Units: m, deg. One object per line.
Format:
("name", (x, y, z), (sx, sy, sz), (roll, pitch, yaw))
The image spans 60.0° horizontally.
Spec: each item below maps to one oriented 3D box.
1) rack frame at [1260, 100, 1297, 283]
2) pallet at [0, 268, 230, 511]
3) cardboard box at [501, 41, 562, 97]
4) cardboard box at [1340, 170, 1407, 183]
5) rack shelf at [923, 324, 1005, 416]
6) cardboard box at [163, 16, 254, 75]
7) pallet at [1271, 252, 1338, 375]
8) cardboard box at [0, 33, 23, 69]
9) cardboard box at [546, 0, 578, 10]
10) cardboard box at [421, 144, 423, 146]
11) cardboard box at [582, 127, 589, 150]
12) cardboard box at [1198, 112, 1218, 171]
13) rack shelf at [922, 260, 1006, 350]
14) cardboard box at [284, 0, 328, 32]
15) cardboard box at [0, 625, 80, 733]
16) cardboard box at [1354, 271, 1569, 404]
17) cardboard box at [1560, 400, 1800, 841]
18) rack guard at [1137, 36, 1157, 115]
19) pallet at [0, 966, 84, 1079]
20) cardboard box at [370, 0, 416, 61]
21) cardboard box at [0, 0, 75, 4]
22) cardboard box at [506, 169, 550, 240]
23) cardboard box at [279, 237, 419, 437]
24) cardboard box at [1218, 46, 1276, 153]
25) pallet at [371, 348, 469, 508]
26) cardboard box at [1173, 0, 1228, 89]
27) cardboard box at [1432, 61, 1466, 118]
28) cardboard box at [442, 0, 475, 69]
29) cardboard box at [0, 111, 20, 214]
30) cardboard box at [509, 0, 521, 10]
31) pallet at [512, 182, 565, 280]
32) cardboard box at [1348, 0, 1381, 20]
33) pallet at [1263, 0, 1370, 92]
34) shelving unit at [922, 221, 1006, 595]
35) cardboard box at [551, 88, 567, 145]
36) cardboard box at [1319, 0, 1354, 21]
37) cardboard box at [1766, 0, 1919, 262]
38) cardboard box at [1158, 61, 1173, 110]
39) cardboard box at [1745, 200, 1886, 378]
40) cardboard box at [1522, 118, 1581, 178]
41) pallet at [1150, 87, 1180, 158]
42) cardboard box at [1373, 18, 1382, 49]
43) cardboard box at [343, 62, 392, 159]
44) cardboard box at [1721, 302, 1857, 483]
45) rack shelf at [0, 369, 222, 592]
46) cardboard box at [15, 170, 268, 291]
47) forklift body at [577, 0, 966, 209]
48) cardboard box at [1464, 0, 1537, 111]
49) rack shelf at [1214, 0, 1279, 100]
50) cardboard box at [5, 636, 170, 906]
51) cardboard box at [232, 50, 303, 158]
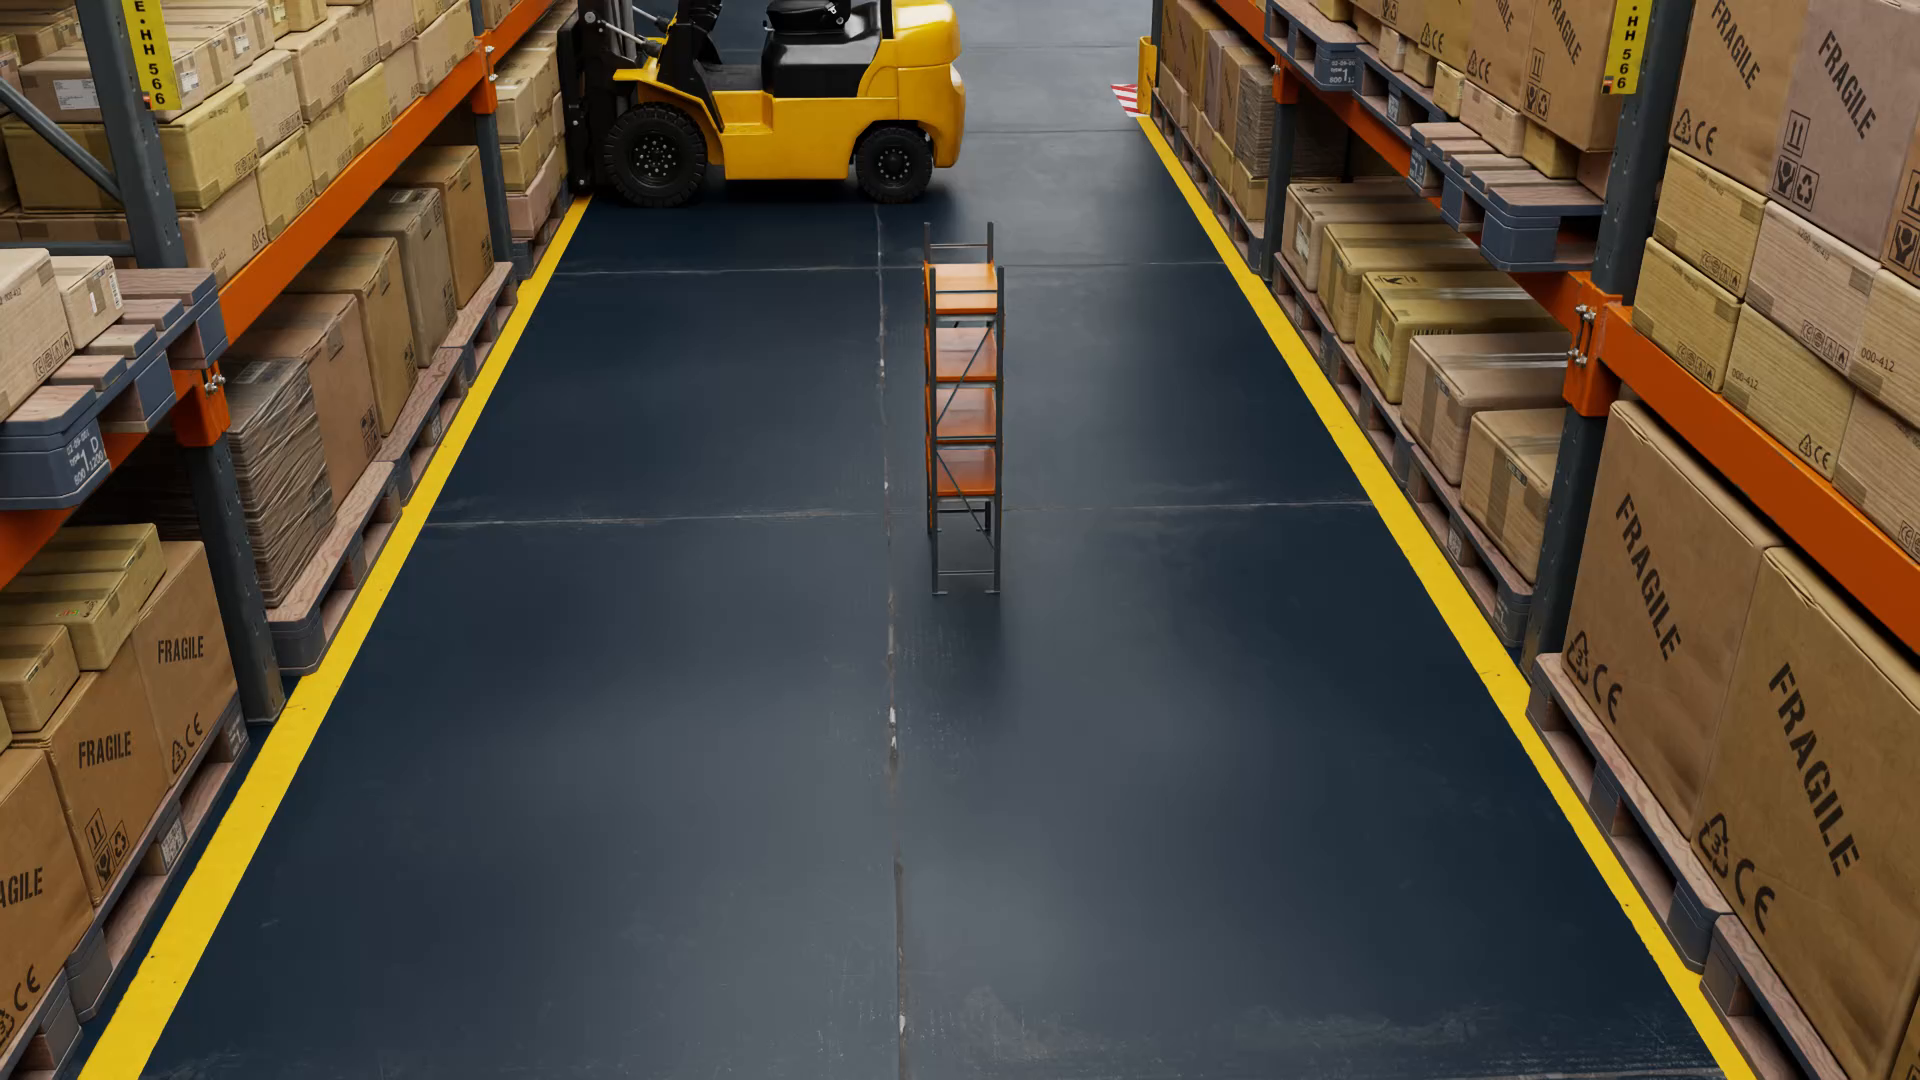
("rack frame", (2.123, -2.742, 8.263), (1.000, 3.000, 0.127), (-1, 28, -3))
("pallet", (-2.520, -0.377, 3.936), (1.213, 0.211, 1.003), (-1, 28, -3))
("cardboard box", (-2.600, -2.727, 9.674), (0.500, 0.250, 0.500), (0, 28, -1))
("cardboard box", (2.362, -1.988, 9.337), (0.500, 0.250, 0.500), (-3, 28, -5))
("rack shelf", (0.009, -0.594, 5.754), (0.258, 0.148, 0.480), (-1, 28, -3))
("cardboard box", (-2.402, -1.501, 5.074), (0.380, 0.149, 0.250), (-1, 28, -1))
("pallet", (2.165, -1.146, 8.219), (1.003, 0.211, 1.213), (-1, 28, -3))
("cardboard box", (-2.969, -1.368, 4.821), (0.380, 0.149, 0.250), (-1, 28, -1))
("cardboard box", (-2.675, -3.437, 11.034), (0.500, 0.250, 0.500), (-1, 28, -2))
("cardboard box", (-3.064, -2.029, 8.875), (0.500, 0.250, 0.500), (-2, 28, -4))
("cardboard box", (-2.620, -2.525, 10.366), (0.500, 0.250, 0.500), (-1, 28, -1))
("cardboard box", (1.764, -2.456, 10.235), (0.500, 0.250, 0.500), (-1, 28, -2))
("rack shelf", (0.009, -0.804, 5.644), (0.258, 0.148, 0.480), (-1, 28, -3))
("cardboard box", (-2.425, -1.855, 5.754), (0.380, 0.149, 0.250), (-1, 28, -2))
("cardboard box", (-2.331, 0.331, 3.918), (0.380, 0.149, 0.250), (-2, 28, -4))
("cardboard box", (2.232, -0.868, 7.058), (0.950, 0.372, 0.625), (0, 28, -1))
("cardboard box", (2.285, 0.182, 4.500), (0.875, 0.875, 0.875), (-2, 28, -3))
("rack guard", (1.918, -3.446, 12.316), (1.175, 0.500, 0.348), (-1, 28, -3))
("pallet", (-2.563, 1.371, 3.393), (1.003, 0.211, 1.213), (-1, 28, -3))
("cardboard box", (-2.498, -2.081, 6.618), (0.500, 0.250, 0.500), (-1, 28, -2))
("cardboard box", (-2.940, -1.724, 5.502), (0.380, 0.149, 0.250), (-2, 28, -3))
("cardboard box", (-2.529, -1.819, 9.013), (0.500, 0.250, 0.500), (-1, 28, -2))
("cardboard box", (-2.721, -0.807, 6.668), (0.875, 0.625, 0.625), (-2, 28, -5))
("cardboard box", (1.796, -2.543, 9.590), (0.500, 0.500, 0.500), (-1, 28, -2))
("pallet", (-2.690, -0.480, 6.942), (1.003, 0.211, 1.213), (-1, 28, -3))
("cardboard box", (1.713, -3.257, 10.960), (0.500, 0.500, 0.500), (-2, 28, -5))
("cardboard box", (1.902, -1.596, 5.883), (0.380, 0.149, 0.250), (-1, 28, -2))
("cardboard box", (-2.546, -2.327, 7.631), (0.500, 0.250, 0.500), (-1, 28, -1))
("cardboard box", (-2.926, -1.129, 4.792), (0.500, 0.250, 0.500), (-1, 28, -2))
("cardboard box", (-2.640, -3.116, 8.873), (0.500, 0.500, 0.500), (-1, 28, -2))
("pallet", (-2.834, -1.752, 9.381), (1.003, 0.211, 1.213), (-1, 28, -3))
("cardboard box", (1.900, -2.421, 6.764), (0.500, 0.500, 0.500), (-2, 28, -3))
("pallet", (2.017, -2.300, 7.624), (1.003, 0.211, 1.213), (-1, 28, -3))
("shelving unit", (0.009, -0.456, 5.826), (0.258, 1.200, 0.503), (-1, 28, -3))
("cardboard box", (-2.594, -2.505, 9.787), (0.500, 0.250, 0.500), (-2, 28, -3))
("cardboard box", (1.840, -2.438, 7.499), (0.380, 0.149, 0.250), (-1, 28, -2))
("cardboard box", (2.149, -0.920, 3.580), (0.500, 0.500, 0.500), (-1, 28, -2))
("cardboard box", (1.680, -3.177, 11.617), (0.500, 0.250, 0.500), (-2, 28, -3))
("cardboard box", (2.137, -0.571, 3.723), (0.500, 0.250, 0.500), (-1, 28, -1))
("cardboard box", (1.993, -1.237, 5.196), (0.380, 0.149, 0.250), (-1, 28, -2))
("pallet", (1.925, -2.942, 11.662), (1.003, 0.211, 1.213), (-1, 28, -3))
("cardboard box", (1.914, -2.075, 6.803), (0.380, 0.149, 0.250), (-1, 28, -2))
("cardboard box", (-2.485, -1.627, 6.288), (0.500, 0.250, 0.500), (-1, 28, -1))
("cardboard box", (2.150, -0.359, 3.857), (0.500, 0.250, 0.500), (-2, 28, -4))
("rack shelf", (-2.521, 0.470, 2.884), (1.077, 0.370, 4.000), (-1, 28, -3))
("cardboard box", (-2.404, -0.917, 4.927), (0.500, 0.250, 0.500), (-1, 28, -2))
("forklift body", (-1.122, -3.260, 10.174), (2.313, 2.155, 1.214), (-1, 28, -3))
("cardboard box", (1.992, -1.699, 5.379), (0.500, 0.500, 0.500), (-2, 28, -3))
("rack shelf", (2.018, -3.346, 10.201), (1.077, 0.370, 4.000), (-1, 28, -3))
("cardboard box", (-2.373, 0.571, 4.161), (0.500, 0.500, 0.500), (-2, 28, -3))
("cardboard box", (-2.429, -1.370, 5.255), (0.500, 0.250, 0.500), (-1, 28, -1))
